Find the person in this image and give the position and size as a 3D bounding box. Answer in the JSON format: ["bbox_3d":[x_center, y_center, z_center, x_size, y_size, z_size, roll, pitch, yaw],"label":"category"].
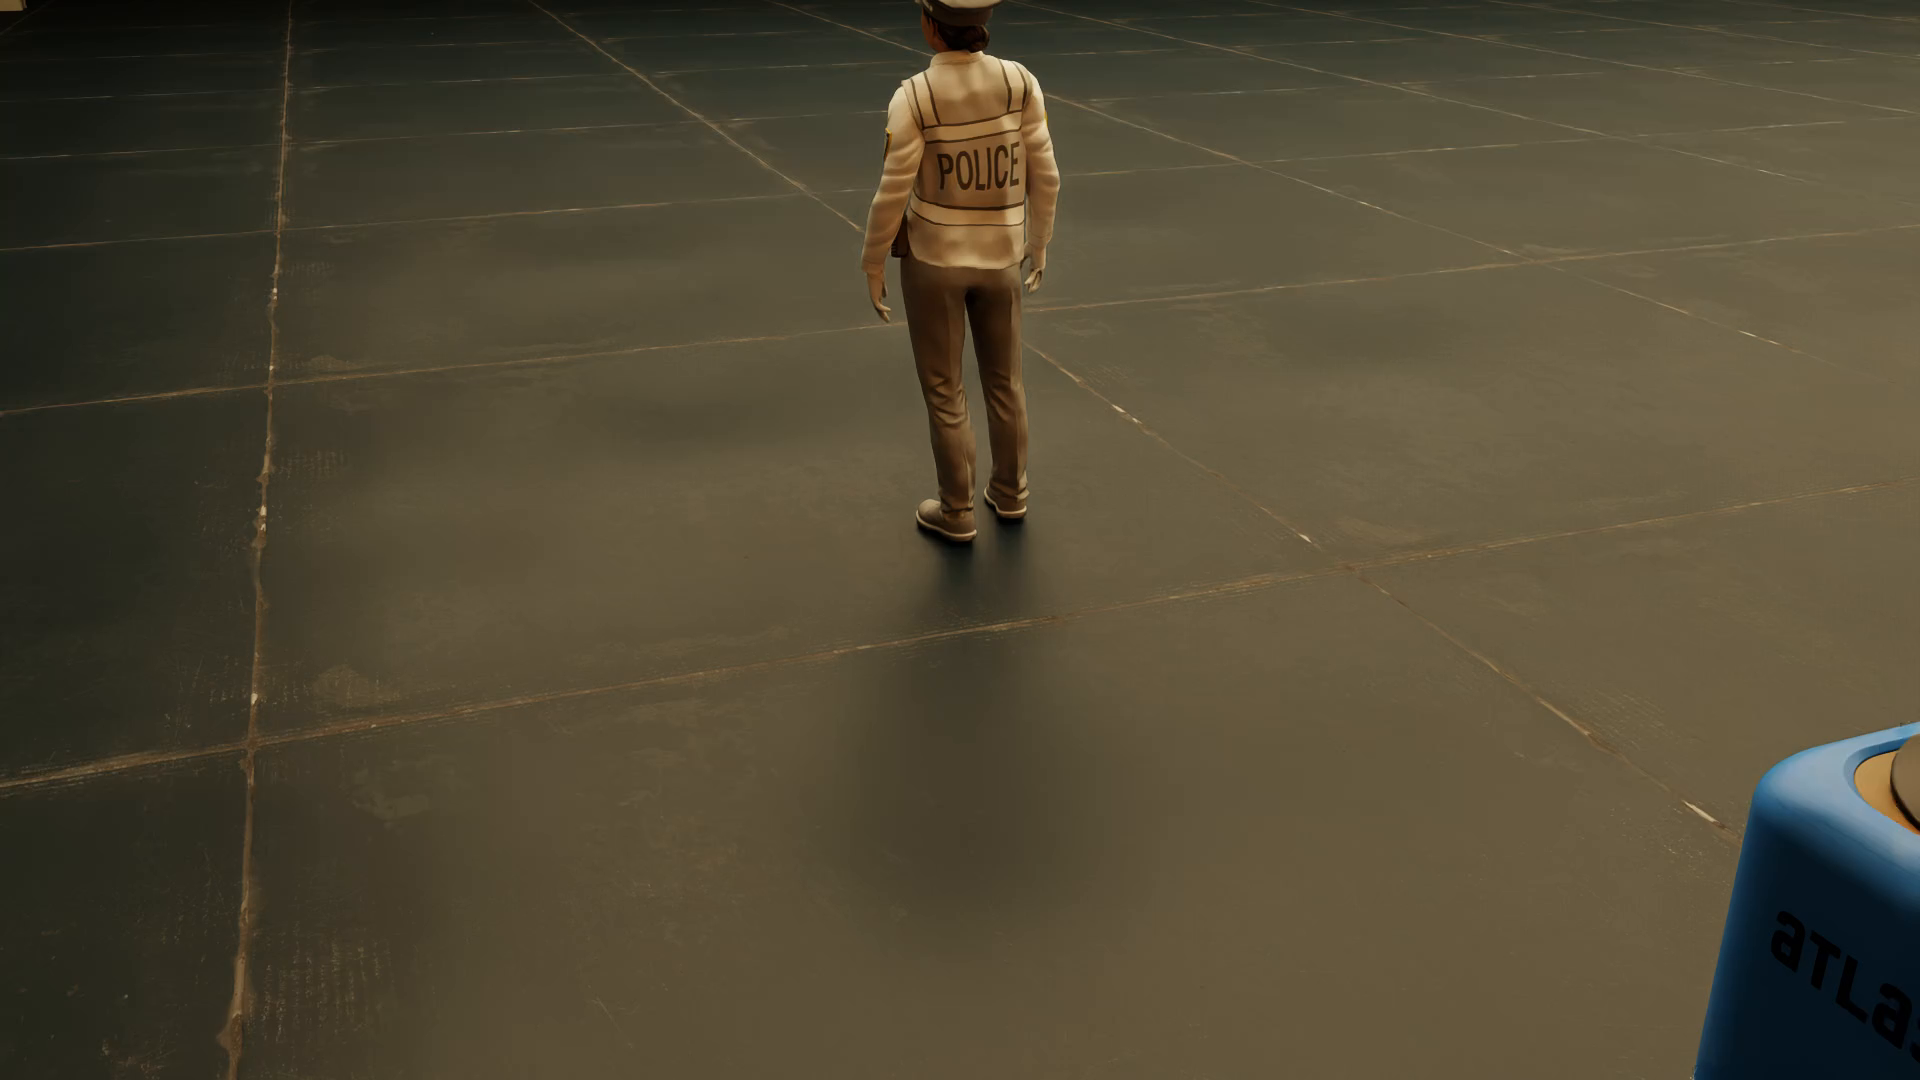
[{"bbox_3d":[-0.017,-0.814,4.810,0.586,1.694,0.530,-8,24,-18],"label":"person"}]
